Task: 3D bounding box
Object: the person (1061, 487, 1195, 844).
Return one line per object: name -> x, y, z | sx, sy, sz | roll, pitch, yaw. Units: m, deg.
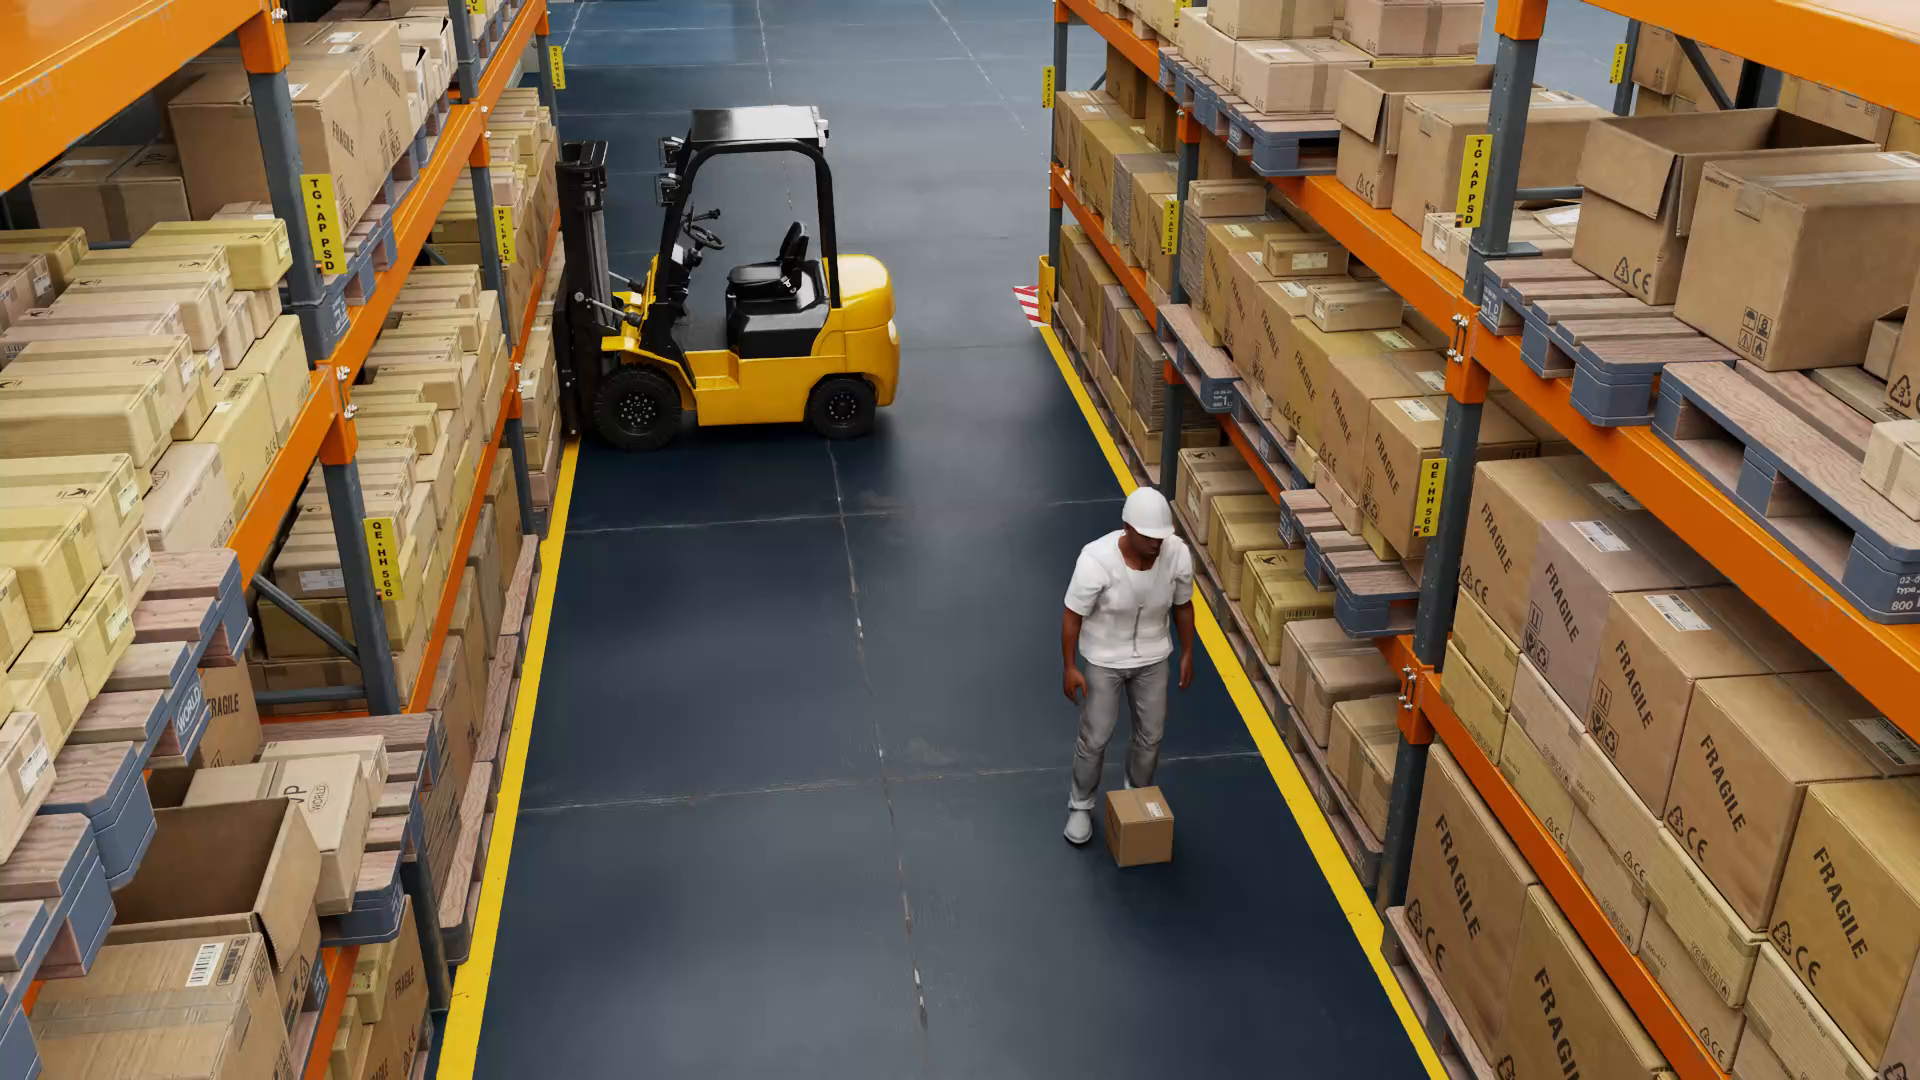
person -> 0.765, 0.549, 7.521 | 0.634, 1.760, 0.459 | -6, 28, -12
